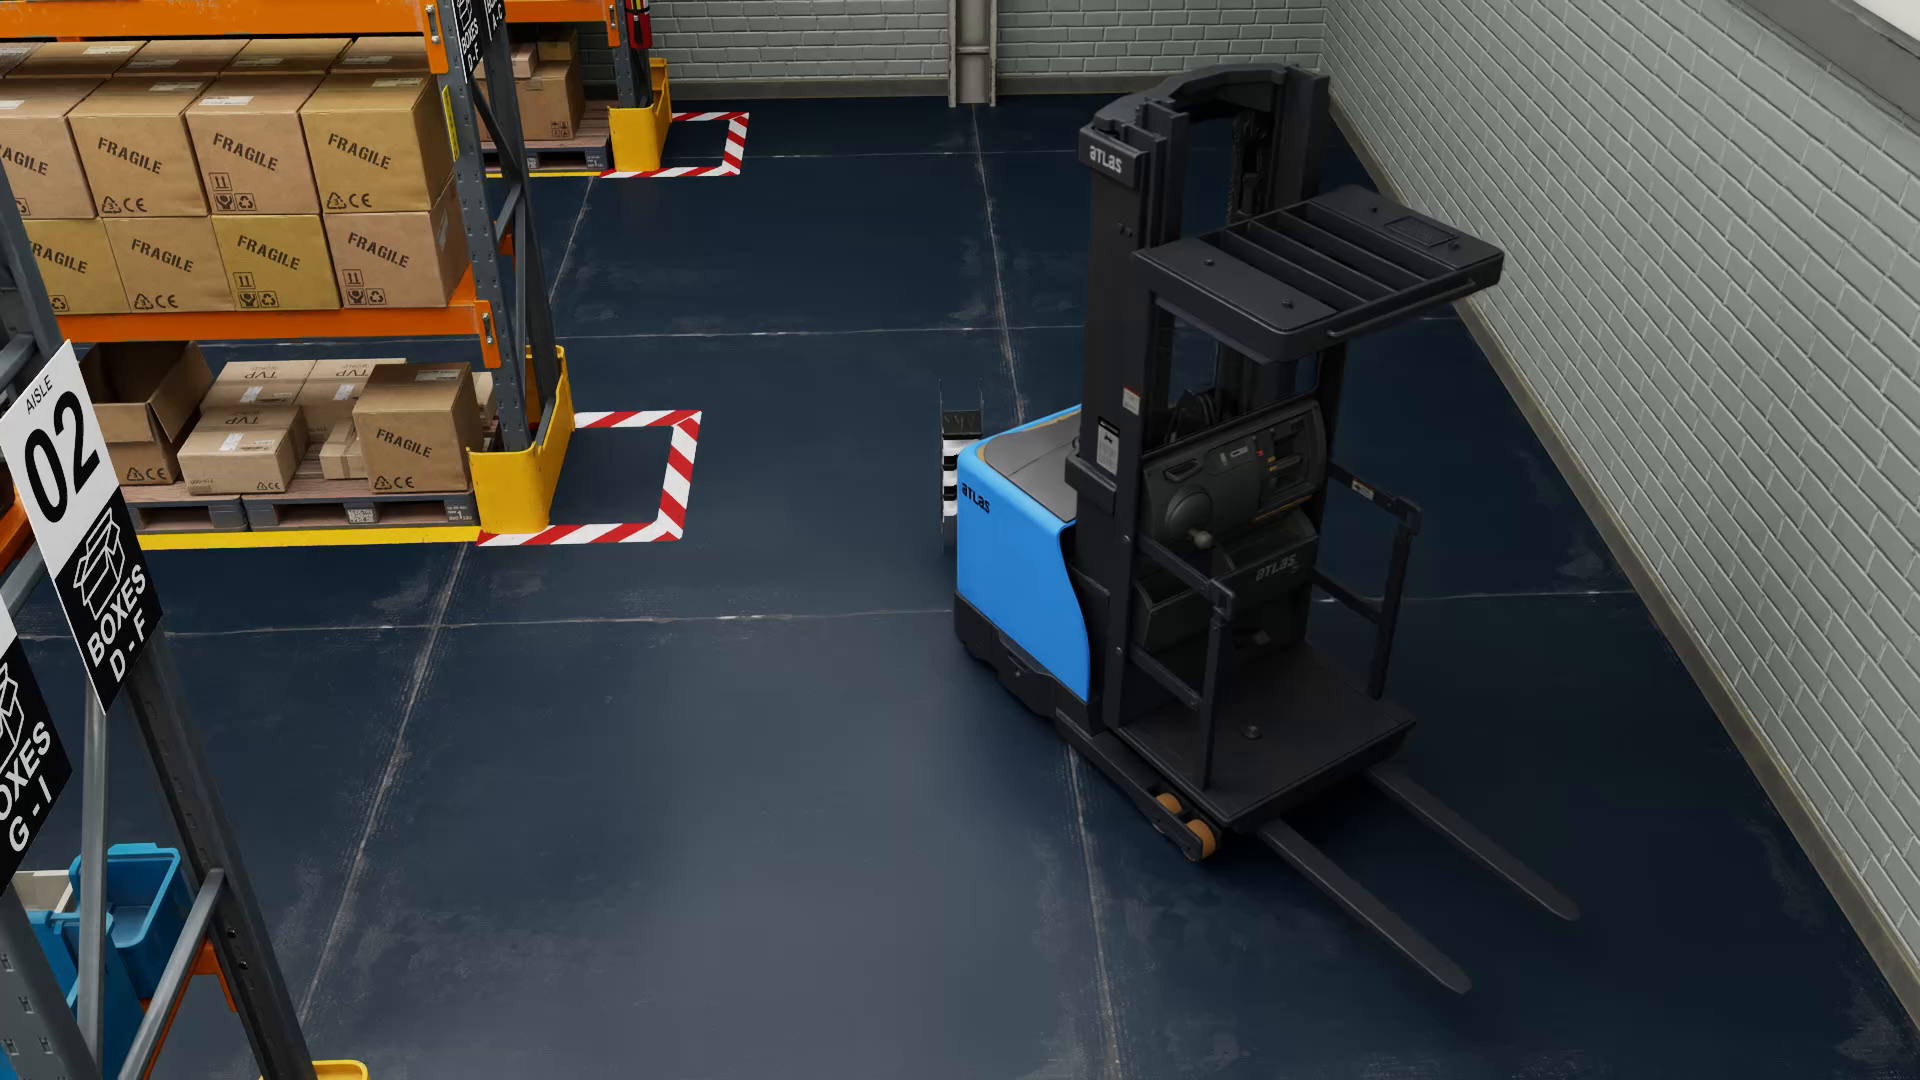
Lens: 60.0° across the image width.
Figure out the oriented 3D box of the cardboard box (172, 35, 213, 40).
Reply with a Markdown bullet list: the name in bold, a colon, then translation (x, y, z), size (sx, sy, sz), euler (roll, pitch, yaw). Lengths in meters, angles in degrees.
- **cardboard box**: translation (-5.953, -3.789, 12.847), size (0.250, 0.149, 0.380), euler (-2, 35, -3)

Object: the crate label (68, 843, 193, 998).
- **crate label**: translation (-2.348, 1.081, 4.647), size (0.303, 0.233, 0.416), euler (-2, 35, -2)

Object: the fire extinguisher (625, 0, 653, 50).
- **fire extinguisher**: translation (-2.382, -3.971, 12.248), size (0.183, 0.674, 0.296), euler (-2, 35, -2)

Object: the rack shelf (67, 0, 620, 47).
- **rack shelf**: translation (-4.553, -4.065, 12.620), size (4.000, 0.370, 1.077), euler (-2, 35, -2)

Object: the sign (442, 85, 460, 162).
- **sign**: translation (-2.310, -1.889, 7.548), size (0.005, 0.325, 0.100), euler (-2, 35, -2)

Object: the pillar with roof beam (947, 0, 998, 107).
- **pillar with roof beam**: translation (0.305, -4.999, 8.065), size (0.400, 9.000, 9.100), euler (-2, 35, -2)

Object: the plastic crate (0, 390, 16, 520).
- **plastic crate**: translation (-2.484, -0.111, 3.753), size (0.590, 0.269, 0.497), euler (-2, 35, -2)

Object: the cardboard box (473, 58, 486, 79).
- **cardboard box**: translation (-3.624, -3.636, 12.626), size (0.250, 0.149, 0.380), euler (-1, 35, -1)

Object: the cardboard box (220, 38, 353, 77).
- **cardboard box**: translation (-3.294, -2.171, 8.284), size (0.500, 0.500, 0.500), euler (-1, 35, -2)

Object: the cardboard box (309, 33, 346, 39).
- **cardboard box**: translation (-4.911, -3.818, 12.889), size (0.250, 0.149, 0.380), euler (-1, 35, -2)

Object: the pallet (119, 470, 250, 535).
- **pallet**: translation (-4.405, -0.397, 9.138), size (1.213, 0.211, 1.003), euler (-2, 35, -2)

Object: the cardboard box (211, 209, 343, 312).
- **cardboard box**: translation (-3.269, -1.457, 8.132), size (0.500, 0.500, 0.500), euler (-1, 35, -2)

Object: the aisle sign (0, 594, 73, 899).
- **aisle sign**: translation (-2.000, 0.313, 3.378), size (0.004, 0.787, 0.394), euler (-2, 35, -2)

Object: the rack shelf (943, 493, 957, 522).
- **rack shelf**: translation (0.008, -0.195, 8.616), size (0.200, 0.077, 0.258), euler (-2, 35, -2)

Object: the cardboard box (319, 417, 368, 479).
- **cardboard box**: translation (-3.257, -0.500, 8.940), size (0.250, 0.166, 0.380), euler (-2, 35, -2)

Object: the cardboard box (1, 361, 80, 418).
- **cardboard box**: translation (-5.007, -0.763, 9.193), size (0.500, 0.311, 0.500), euler (-2, 35, -2)

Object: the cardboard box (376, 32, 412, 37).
- **cardboard box**: translation (-4.400, -3.832, 12.909), size (0.250, 0.149, 0.380), euler (-1, 35, -2)

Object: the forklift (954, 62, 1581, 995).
- **forklift**: translation (1.223, -0.201, 6.464), size (1.130, 2.935, 3.031), euler (-22, 40, -28)

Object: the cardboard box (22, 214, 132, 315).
- **cardboard box**: translation (-4.271, -1.433, 8.097), size (0.500, 0.500, 0.500), euler (-2, 35, -3)

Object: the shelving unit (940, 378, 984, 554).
- **shelving unit**: translation (0.008, -0.370, 8.494), size (0.210, 0.900, 0.258), euler (-2, 35, -2)

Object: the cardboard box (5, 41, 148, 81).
- **cardboard box**: translation (-4.302, -2.146, 8.248), size (0.500, 0.500, 0.500), euler (-2, 35, -3)

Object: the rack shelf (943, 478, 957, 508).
- **rack shelf**: translation (0.008, -0.269, 8.564), size (0.200, 0.077, 0.258), euler (-2, 35, -2)

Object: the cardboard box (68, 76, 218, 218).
- **cardboard box**: translation (-3.770, -1.852, 7.824), size (0.500, 0.500, 0.500), euler (-1, 35, -1)

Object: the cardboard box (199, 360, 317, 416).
- **cardboard box**: translation (-3.872, -0.769, 9.255), size (0.500, 0.250, 0.500), euler (-2, 35, -2)

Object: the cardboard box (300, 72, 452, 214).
- **cardboard box**: translation (-2.748, -1.883, 7.868), size (0.500, 0.500, 0.500), euler (-2, 35, -3)

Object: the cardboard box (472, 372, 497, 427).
- **cardboard box**: translation (-2.751, -0.792, 9.376), size (0.250, 0.149, 0.380), euler (-2, 35, -2)

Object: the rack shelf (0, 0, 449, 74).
- **rack shelf**: translation (-4.314, -2.483, 7.698), size (4.000, 0.370, 1.077), euler (-2, 35, -2)

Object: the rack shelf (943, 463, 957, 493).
- **rack shelf**: translation (0.008, -0.343, 8.513), size (0.200, 0.077, 0.258), euler (-2, 35, -2)

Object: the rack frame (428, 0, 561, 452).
- **rack frame**: translation (-2.317, -1.599, 8.424), size (0.127, 3.000, 1.000), euler (-2, 35, -2)

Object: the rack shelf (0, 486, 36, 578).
- **rack shelf**: translation (-4.084, 0.333, 3.629), size (4.000, 0.370, 1.077), euler (-2, 35, -2)

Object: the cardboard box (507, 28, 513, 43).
- **cardboard box**: translation (-3.640, -3.853, 12.940), size (0.250, 0.149, 0.380), euler (-1, 35, -2)

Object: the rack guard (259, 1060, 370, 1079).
- **rack guard**: translation (-2.063, 2.237, 5.079), size (0.348, 0.500, 1.175), euler (-2, 35, -2)

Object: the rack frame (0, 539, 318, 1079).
- **rack frame**: translation (-2.086, 1.217, 4.356), size (0.127, 3.000, 1.000), euler (-2, 35, -2)

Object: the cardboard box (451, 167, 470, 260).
- **cardboard box**: translation (-2.772, -1.778, 8.595), size (0.500, 0.500, 0.500), euler (-1, 35, -1)

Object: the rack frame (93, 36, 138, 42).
- **rack frame**: translation (-6.550, -4.307, 12.337), size (0.127, 3.000, 1.000), euler (-2, 35, -2)

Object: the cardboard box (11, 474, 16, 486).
- **cardboard box**: translation (-5.019, -0.424, 8.830), size (0.250, 0.166, 0.380), euler (-2, 35, -2)

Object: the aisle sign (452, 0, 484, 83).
- **aisle sign**: translation (-2.234, -2.496, 7.436), size (0.004, 0.787, 0.394), euler (-2, 35, -2)

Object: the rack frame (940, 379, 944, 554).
- **rack frame**: translation (-0.093, -0.367, 8.490), size (0.006, 0.900, 0.240), euler (-2, 35, -2)

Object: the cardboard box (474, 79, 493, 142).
- **cardboard box**: translation (-3.749, -3.470, 12.956), size (0.500, 0.500, 0.700), euler (-2, 35, -2)
